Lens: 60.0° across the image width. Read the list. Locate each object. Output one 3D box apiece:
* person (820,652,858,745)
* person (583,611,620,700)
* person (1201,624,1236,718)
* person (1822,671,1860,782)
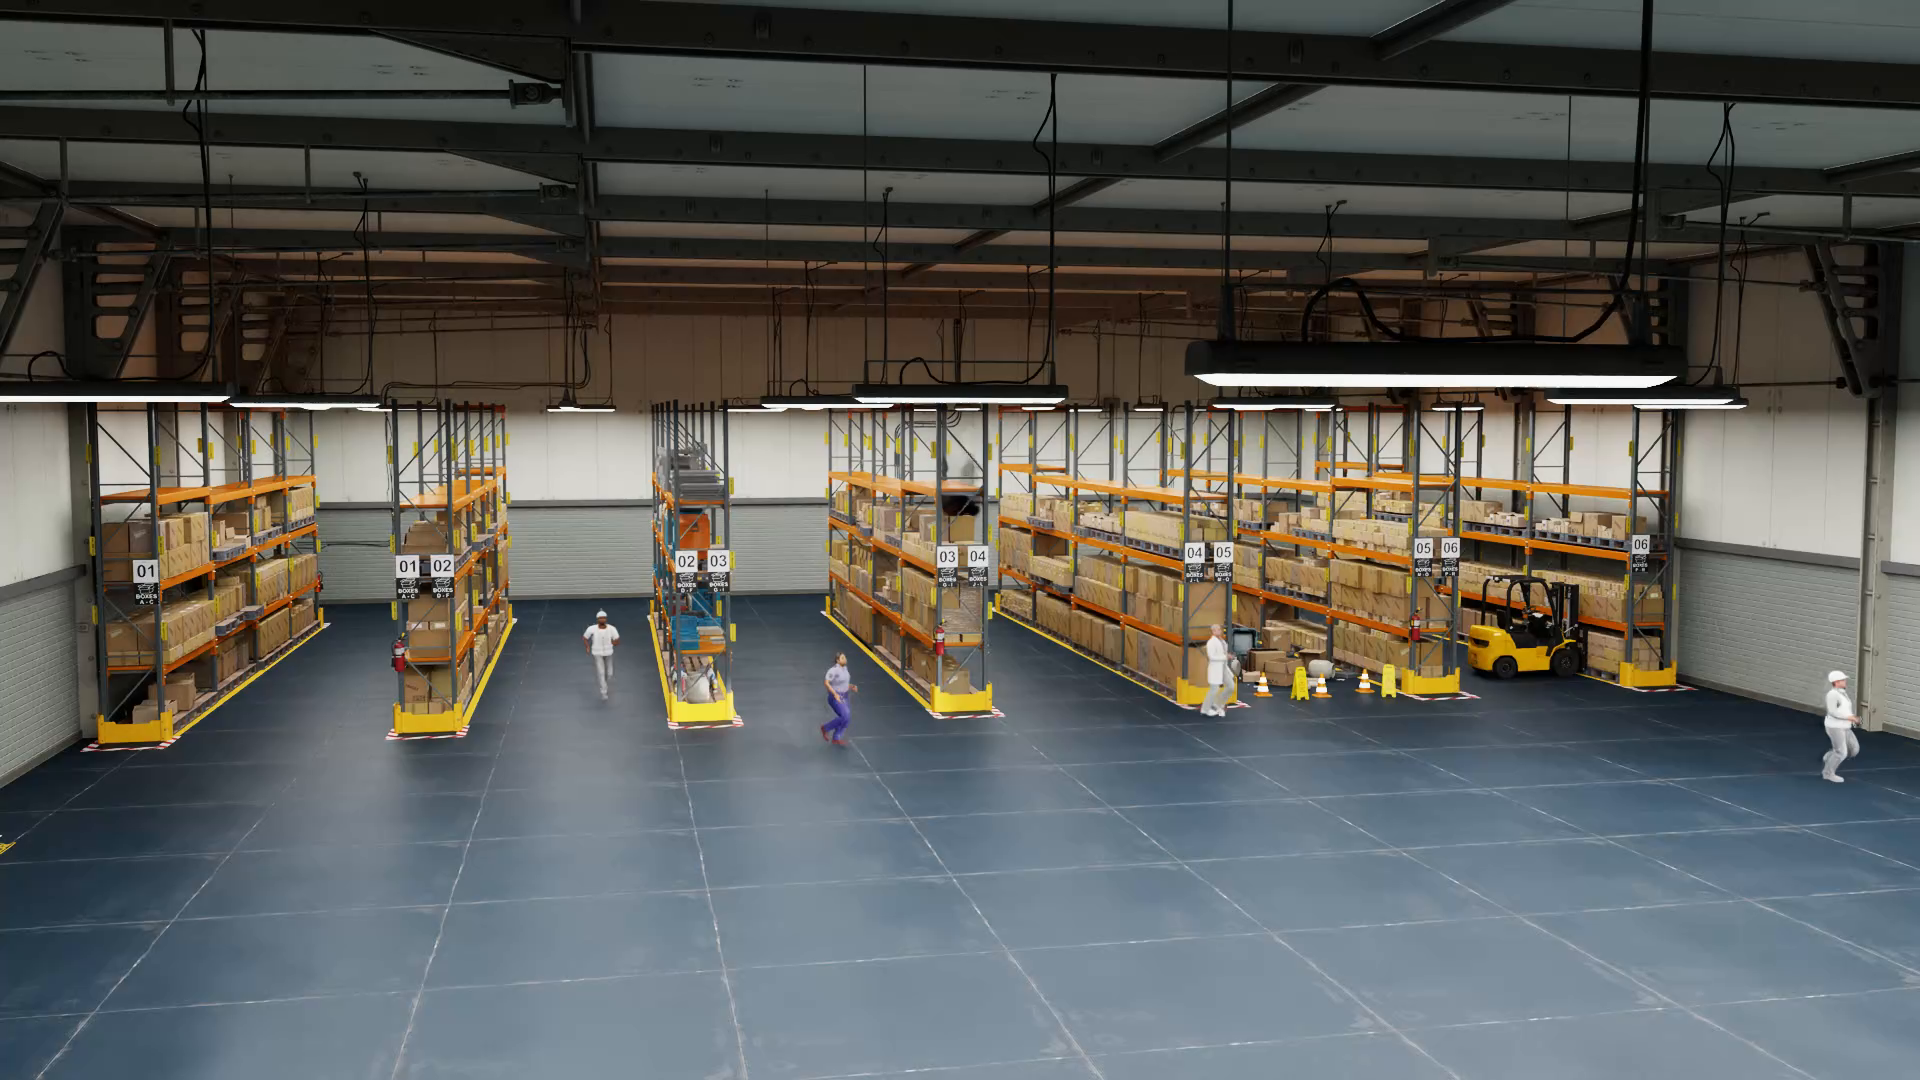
[{"bbox_3d":[-2.086,2.757,28.889,0.581,1.607,0.597,2,5,20],"label":"person"},{"bbox_3d":[-7.227,2.310,33.614,0.714,1.747,0.932,-2,5,-24],"label":"person"},{"bbox_3d":[4.879,2.478,31.399,0.746,1.792,0.684,4,6,43],"label":"person"},{"bbox_3d":[13.749,2.905,25.934,0.568,1.730,0.653,4,6,44],"label":"person"}]
